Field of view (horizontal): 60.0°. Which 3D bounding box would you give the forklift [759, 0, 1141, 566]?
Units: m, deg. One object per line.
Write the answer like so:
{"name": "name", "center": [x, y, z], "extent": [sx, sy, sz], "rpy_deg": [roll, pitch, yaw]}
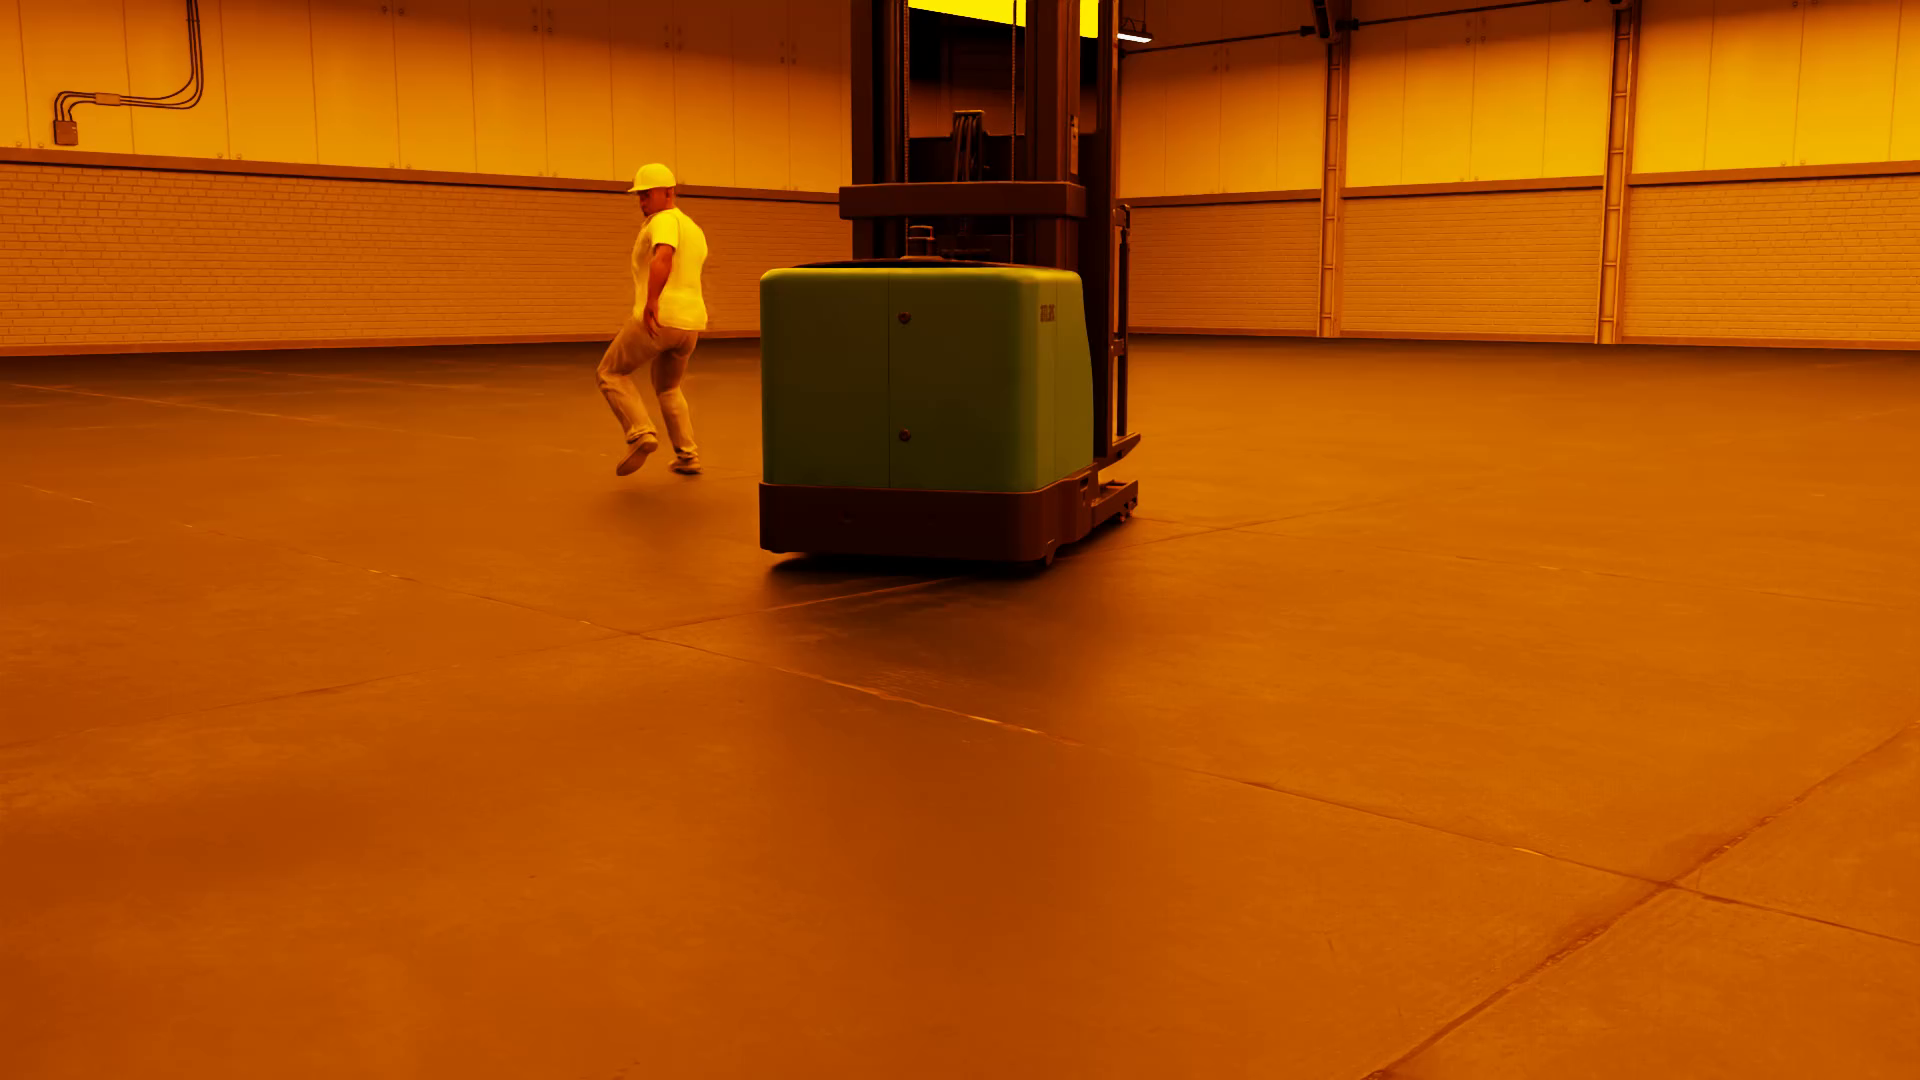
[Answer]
{"name": "forklift", "center": [0.169, -1.537, 7.079], "extent": [1.130, 2.935, 3.031], "rpy_deg": [2, 9, 16]}

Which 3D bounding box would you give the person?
{"name": "person", "center": [-1.634, -1.188, 9.007], "extent": [0.693, 1.675, 0.807], "rpy_deg": [5, 10, 31]}
